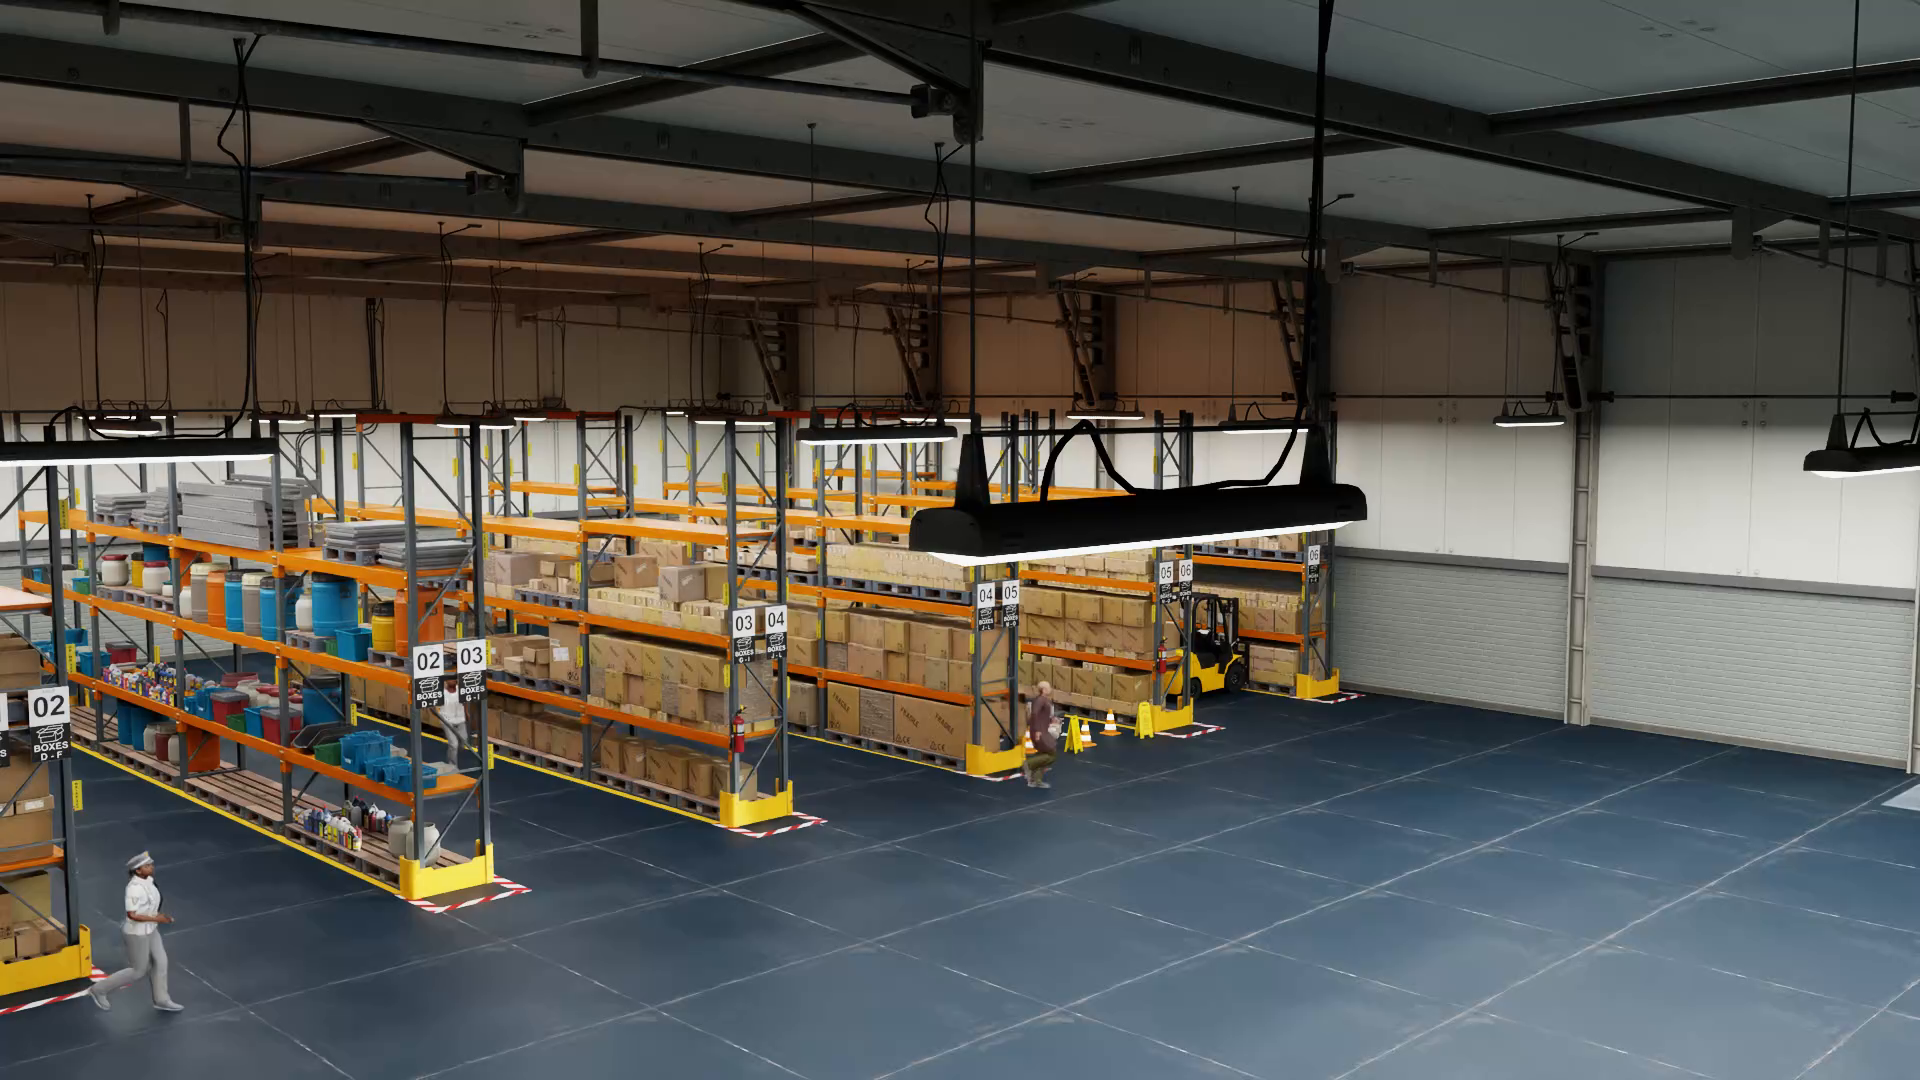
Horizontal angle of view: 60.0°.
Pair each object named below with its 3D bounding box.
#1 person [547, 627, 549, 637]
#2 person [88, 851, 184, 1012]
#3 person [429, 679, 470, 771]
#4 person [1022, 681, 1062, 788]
[{"bbox_3d":[-10.019,1.973,40.988,0.823,1.611,0.605,2,5,26],"label":"person"},{"bbox_3d":[-8.443,4.022,17.029,0.859,1.705,0.587,-1,5,-12],"label":"person"},{"bbox_3d":[-8.526,3.050,27.913,0.697,1.717,0.575,-4,7,-42],"label":"person"},{"bbox_3d":[1.328,3.143,26.851,0.674,1.729,0.702,0,5,-5],"label":"person"}]
